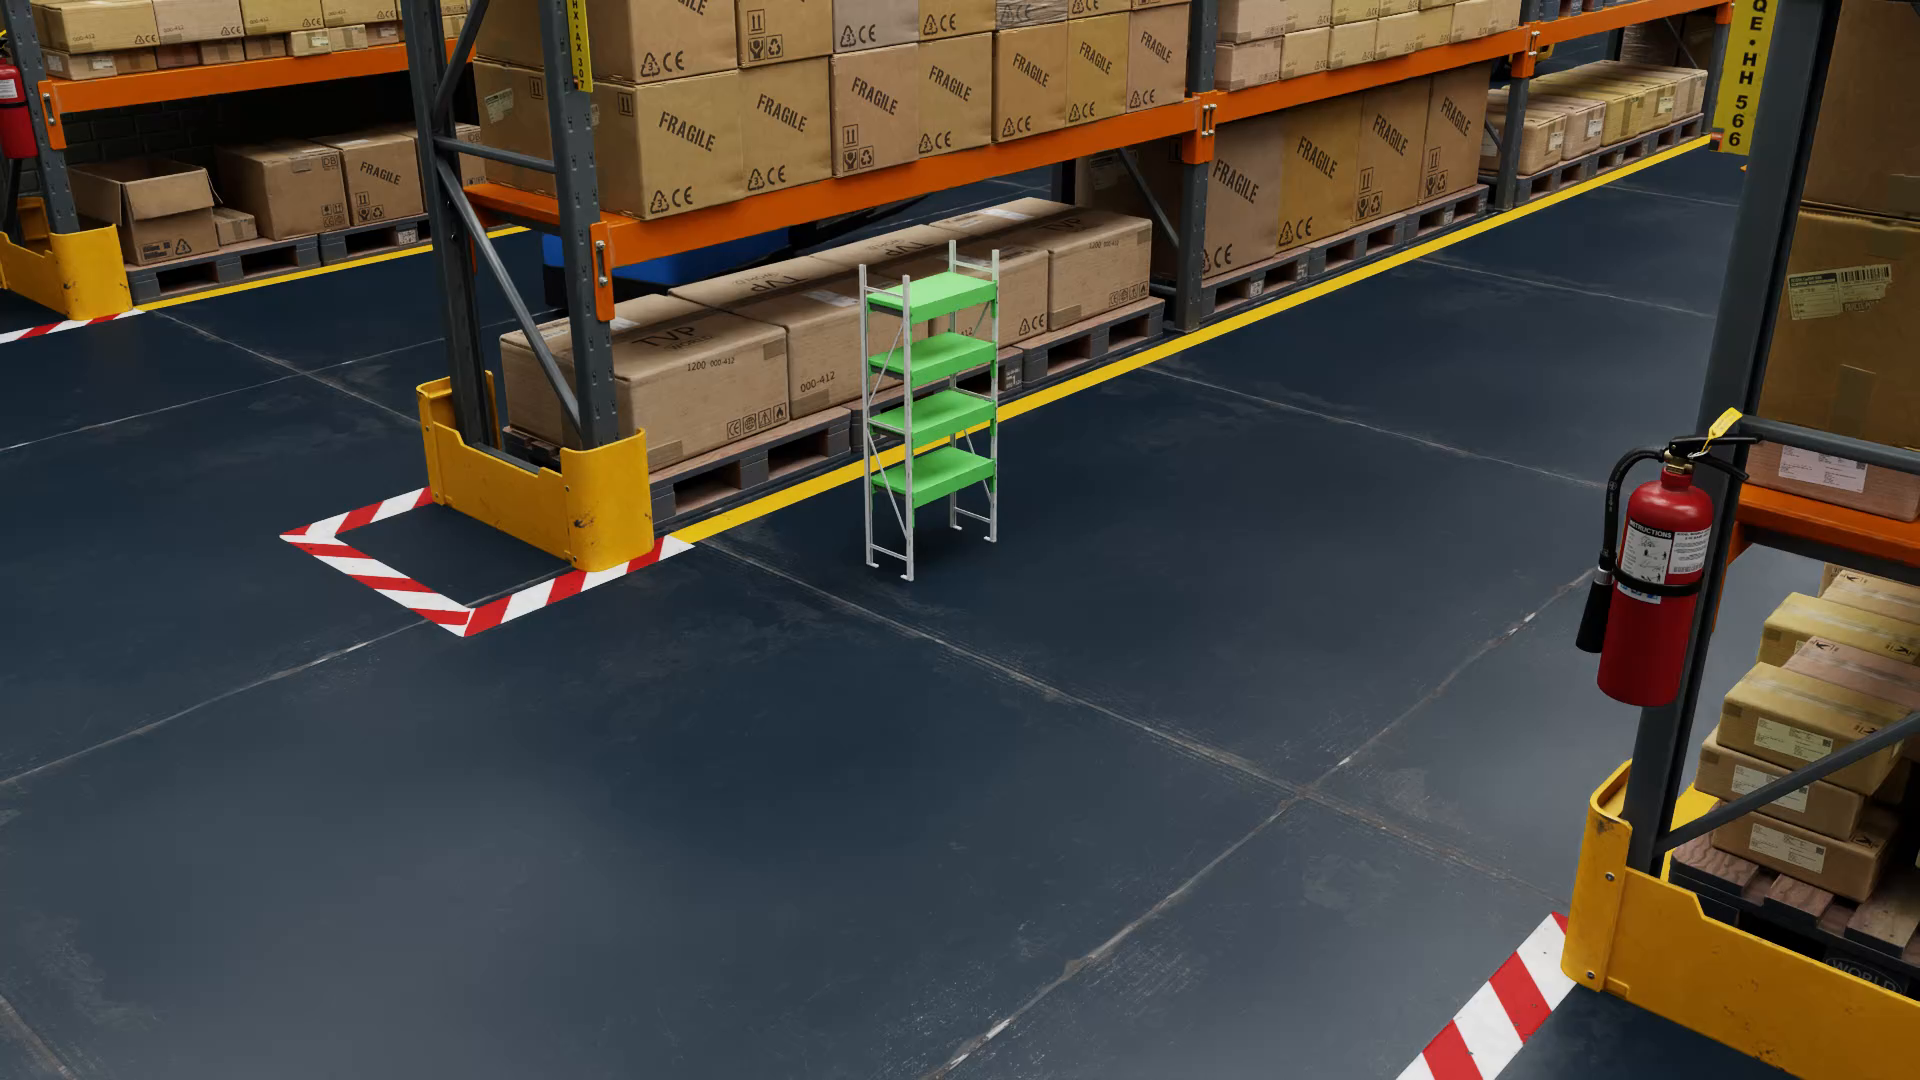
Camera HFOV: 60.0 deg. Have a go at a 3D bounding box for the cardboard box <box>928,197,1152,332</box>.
[{"bbox_3d":[0.438,-1.529,9.113,0.875,0.438,0.875,20,31,37],"label":"cardboard box"}]

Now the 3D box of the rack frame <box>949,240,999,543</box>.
[{"bbox_3d":[0.052,-0.571,6.558,0.240,1.200,0.015,20,31,38],"label":"rack frame"}]

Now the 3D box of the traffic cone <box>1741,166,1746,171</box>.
[{"bbox_3d":[6.491,-3.189,13.296,0.336,0.463,0.334,20,31,38],"label":"traffic cone"}]

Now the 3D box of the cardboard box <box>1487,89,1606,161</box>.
[{"bbox_3d":[4.478,-3.277,13.090,0.950,0.372,0.625,19,31,37],"label":"cardboard box"}]

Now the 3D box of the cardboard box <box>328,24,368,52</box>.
[{"bbox_3d":[-3.950,-3.180,10.482,0.380,0.149,0.250,21,32,39],"label":"cardboard box"}]

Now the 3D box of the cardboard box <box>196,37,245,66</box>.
[{"bbox_3d":[-4.509,-2.955,9.981,0.380,0.149,0.250,21,32,39],"label":"cardboard box"}]

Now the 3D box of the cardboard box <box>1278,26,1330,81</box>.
[{"bbox_3d":[1.771,-2.820,9.558,0.500,0.250,0.500,19,31,36],"label":"cardboard box"}]

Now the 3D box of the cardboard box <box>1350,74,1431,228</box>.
[{"bbox_3d":[2.485,-2.651,11.081,0.875,0.875,0.875,21,31,38],"label":"cardboard box"}]

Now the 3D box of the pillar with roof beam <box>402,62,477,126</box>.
[{"bbox_3d":[-0.692,-5.619,8.283,9.100,9.000,0.400,20,31,38],"label":"pillar with roof beam"}]

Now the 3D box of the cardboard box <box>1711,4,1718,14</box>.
[{"bbox_3d":[6.999,-4.809,14.948,0.380,0.149,0.250,21,31,38],"label":"cardboard box"}]

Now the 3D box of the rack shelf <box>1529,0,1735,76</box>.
[{"bbox_3d":[4.941,-4.169,13.260,1.077,0.370,4.000,20,31,38],"label":"rack shelf"}]

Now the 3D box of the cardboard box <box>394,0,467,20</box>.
[{"bbox_3d":[-3.586,-3.564,10.851,0.500,0.250,0.500,20,31,37],"label":"cardboard box"}]

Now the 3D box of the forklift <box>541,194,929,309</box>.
[{"bbox_3d":[-1.243,-3.073,10.021,1.130,2.935,3.031,13,27,26],"label":"forklift"}]

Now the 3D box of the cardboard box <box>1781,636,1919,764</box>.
[{"bbox_3d":[2.396,0.417,4.398,0.380,0.149,0.250,21,32,38],"label":"cardboard box"}]

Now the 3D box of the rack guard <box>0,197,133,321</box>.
[{"bbox_3d":[-5.381,-1.687,9.901,1.175,0.500,0.348,20,31,38],"label":"rack guard"}]

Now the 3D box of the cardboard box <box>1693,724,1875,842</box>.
[{"bbox_3d":[2.161,0.605,4.341,0.380,0.149,0.250,19,30,36],"label":"cardboard box"}]

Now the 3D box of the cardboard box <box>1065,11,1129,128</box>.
[{"bbox_3d":[0.479,-2.345,8.192,0.500,0.500,0.500,19,31,36],"label":"cardboard box"}]

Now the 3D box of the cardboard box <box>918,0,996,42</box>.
[{"bbox_3d":[-0.191,-2.491,7.295,0.500,0.500,0.500,20,31,38],"label":"cardboard box"}]

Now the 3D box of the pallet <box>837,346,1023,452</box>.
[{"bbox_3d":[-0.443,-0.813,8.305,1.003,0.211,1.213,20,31,38],"label":"pallet"}]

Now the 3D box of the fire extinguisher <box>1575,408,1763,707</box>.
[{"bbox_3d":[1.509,0.027,3.574,0.296,0.674,0.183,20,31,38],"label":"fire extinguisher"}]

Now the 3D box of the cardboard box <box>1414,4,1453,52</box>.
[{"bbox_3d":[2.785,-3.285,10.594,0.500,0.250,0.500,20,31,37],"label":"cardboard box"}]

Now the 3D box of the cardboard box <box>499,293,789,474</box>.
[{"bbox_3d":[-1.367,-0.701,7.266,0.875,0.438,0.875,19,30,36],"label":"cardboard box"}]

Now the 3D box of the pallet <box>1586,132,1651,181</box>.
[{"bbox_3d":[4.944,-3.223,13.680,1.003,0.211,1.213,20,31,38],"label":"pallet"}]

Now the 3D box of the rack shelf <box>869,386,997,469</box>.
[{"bbox_3d":[-0.110,-0.439,6.418,0.258,0.148,0.480,20,31,38],"label":"rack shelf"}]

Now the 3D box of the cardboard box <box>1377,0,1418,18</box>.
[{"bbox_3d":[2.460,-3.353,10.135,0.500,0.250,0.500,19,30,36],"label":"cardboard box"}]

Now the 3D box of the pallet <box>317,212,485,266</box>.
[{"bbox_3d":[-4.035,-2.168,11.328,1.003,0.211,1.213,20,31,38],"label":"pallet"}]

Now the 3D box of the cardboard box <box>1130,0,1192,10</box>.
[{"bbox_3d":[0.828,-2.952,8.322,0.500,0.500,0.500,20,31,37],"label":"cardboard box"}]

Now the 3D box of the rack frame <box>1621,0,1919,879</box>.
[{"bbox_3d":[2.021,-0.129,3.372,1.000,3.000,0.127,20,31,38],"label":"rack frame"}]

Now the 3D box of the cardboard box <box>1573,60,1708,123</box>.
[{"bbox_3d":[5.928,-3.938,14.566,0.950,0.372,0.625,21,31,38],"label":"cardboard box"}]

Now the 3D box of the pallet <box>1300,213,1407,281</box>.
[{"bbox_3d":[2.210,-2.026,11.010,1.003,0.211,1.213,20,31,38],"label":"pallet"}]

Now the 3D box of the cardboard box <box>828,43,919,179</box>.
[{"bbox_3d":[-0.529,-1.875,7.144,0.500,0.500,0.500,20,31,37],"label":"cardboard box"}]

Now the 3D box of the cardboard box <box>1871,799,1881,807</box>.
[{"bbox_3d":[2.313,0.657,4.591,0.380,0.149,0.250,21,32,39],"label":"cardboard box"}]

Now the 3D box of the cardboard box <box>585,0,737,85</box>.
[{"bbox_3d":[-1.200,-2.021,6.246,0.500,0.500,0.500,19,31,36],"label":"cardboard box"}]

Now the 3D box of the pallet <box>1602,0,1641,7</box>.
[{"bbox_3d":[4.897,-4.414,13.163,1.003,0.211,1.213,20,31,38],"label":"pallet"}]

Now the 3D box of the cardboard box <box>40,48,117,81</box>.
[{"bbox_3d":[-5.008,-2.715,9.446,0.380,0.149,0.250,20,31,37],"label":"cardboard box"}]

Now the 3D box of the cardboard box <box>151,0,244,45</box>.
[{"bbox_3d":[-4.592,-3.090,9.795,0.500,0.250,0.500,21,31,38],"label":"cardboard box"}]

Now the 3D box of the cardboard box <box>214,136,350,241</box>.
[{"bbox_3d":[-4.353,-2.266,10.679,0.700,0.500,0.500,22,32,40],"label":"cardboard box"}]

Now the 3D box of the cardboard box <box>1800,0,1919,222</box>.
[{"bbox_3d":[2.141,-0.974,3.549,0.500,0.500,0.500,19,31,36],"label":"cardboard box"}]

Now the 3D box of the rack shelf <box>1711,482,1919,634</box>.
[{"bbox_3d":[3.356,-0.410,4.878,1.077,0.370,4.000,20,31,38],"label":"rack shelf"}]

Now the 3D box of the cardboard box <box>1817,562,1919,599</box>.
[{"bbox_3d":[2.832,0.145,5.005,0.380,0.149,0.250,22,32,39],"label":"cardboard box"}]

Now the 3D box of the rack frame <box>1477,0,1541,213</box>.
[{"bbox_3d":[3.607,-3.888,11.754,1.000,3.000,0.127,20,31,38],"label":"rack frame"}]

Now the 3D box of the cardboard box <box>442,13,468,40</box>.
[{"bbox_3d":[-3.445,-3.413,11.003,0.380,0.149,0.250,20,31,37],"label":"cardboard box"}]

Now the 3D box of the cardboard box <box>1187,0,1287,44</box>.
[{"bbox_3d":[1.441,-2.886,9.092,0.500,0.250,0.500,19,30,36],"label":"cardboard box"}]

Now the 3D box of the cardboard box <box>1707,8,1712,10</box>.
[{"bbox_3d":[7.220,-4.658,15.403,0.500,0.500,0.500,22,32,40],"label":"cardboard box"}]

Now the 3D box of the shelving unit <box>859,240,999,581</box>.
[{"bbox_3d":[-0.110,-0.497,6.392,0.258,1.200,0.503,20,31,38],"label":"shelving unit"}]
